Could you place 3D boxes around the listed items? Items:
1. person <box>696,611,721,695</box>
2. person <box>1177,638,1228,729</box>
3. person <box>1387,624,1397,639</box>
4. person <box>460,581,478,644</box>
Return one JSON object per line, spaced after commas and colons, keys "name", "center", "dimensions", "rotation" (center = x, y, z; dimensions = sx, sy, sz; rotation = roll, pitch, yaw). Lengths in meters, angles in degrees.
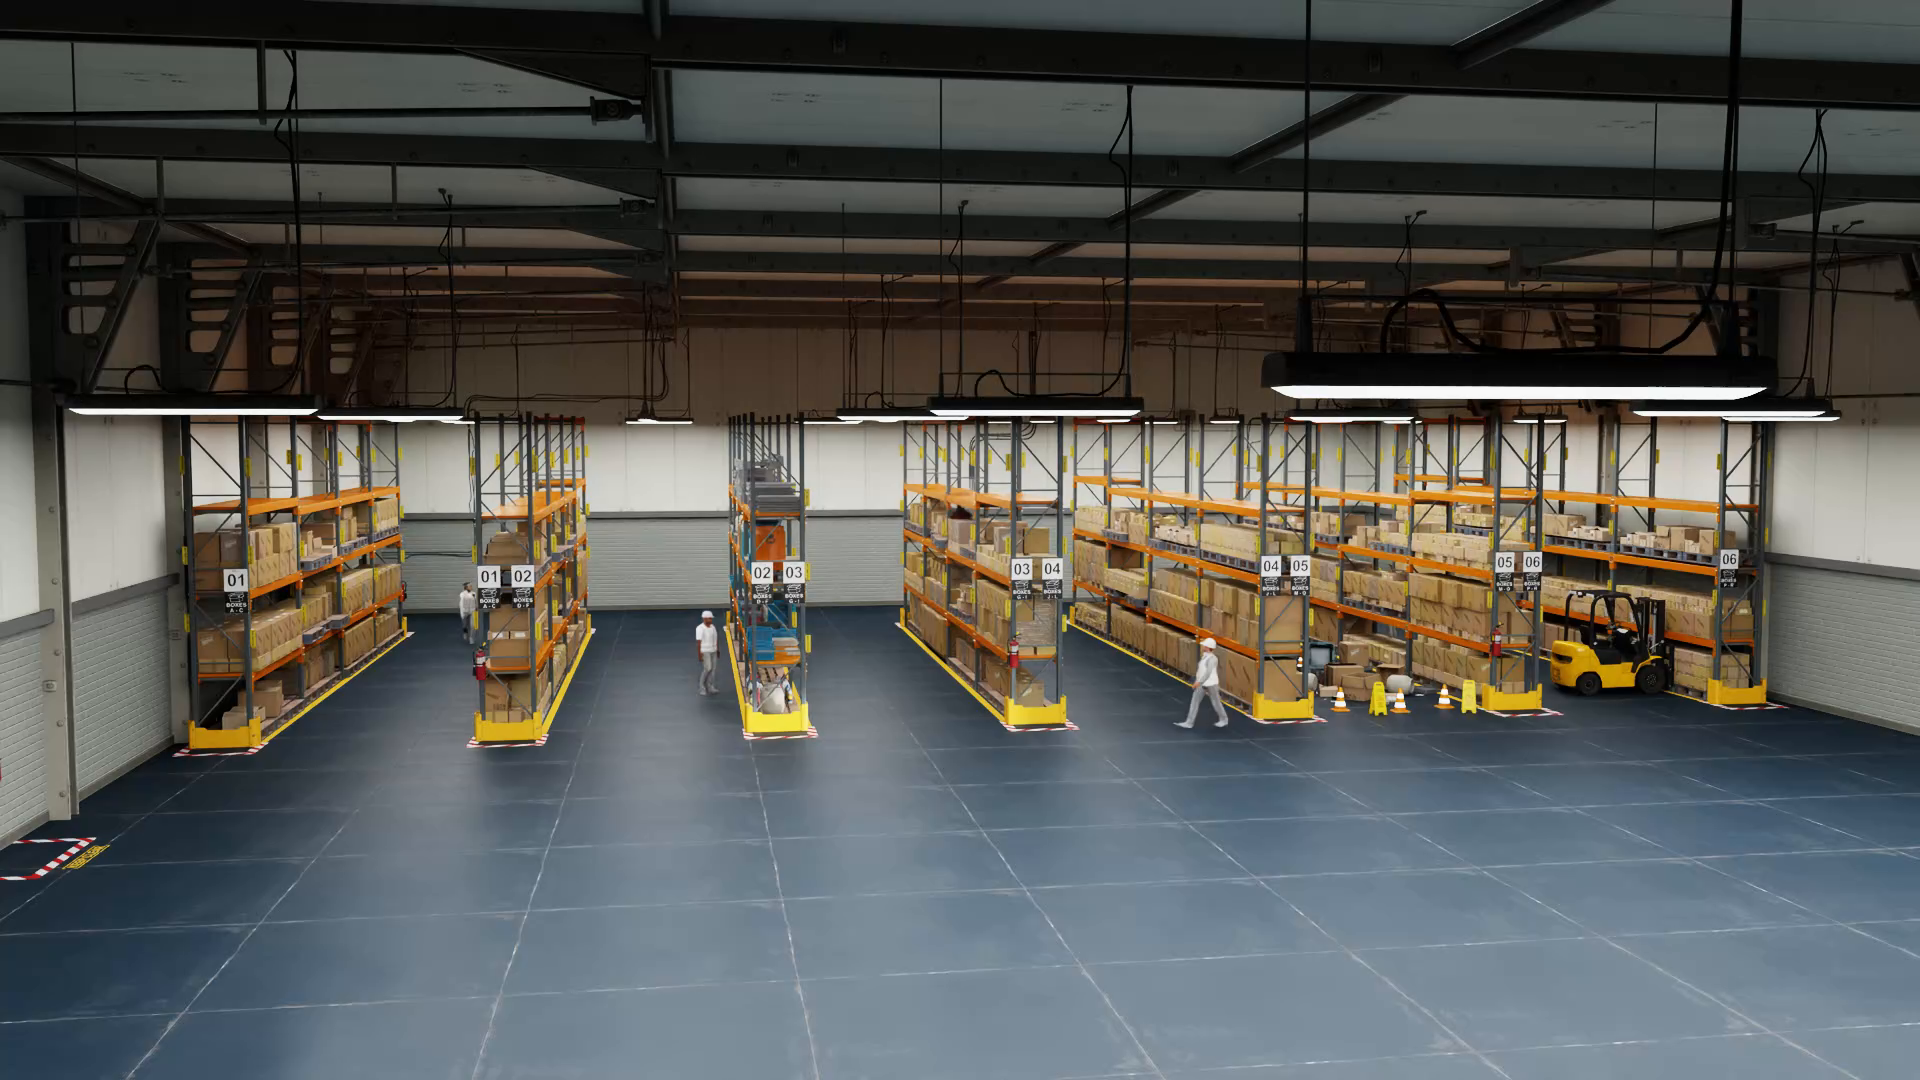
{"name": "person", "center": [-5.403, 2.439, 35.825], "dimensions": [0.422, 1.823, 0.605], "rotation": [2, 4, 30]}
{"name": "person", "center": [4.631, 2.716, 31.415], "dimensions": [1.042, 1.726, 0.474], "rotation": [-3, 5, -34]}
{"name": "person", "center": [11.257, 1.946, 43.462], "dimensions": [0.419, 1.684, 0.542], "rotation": [1, 4, 21]}
{"name": "person", "center": [-12.969, 1.899, 43.916], "dimensions": [0.446, 1.653, 0.707], "rotation": [-1, 4, -11]}
